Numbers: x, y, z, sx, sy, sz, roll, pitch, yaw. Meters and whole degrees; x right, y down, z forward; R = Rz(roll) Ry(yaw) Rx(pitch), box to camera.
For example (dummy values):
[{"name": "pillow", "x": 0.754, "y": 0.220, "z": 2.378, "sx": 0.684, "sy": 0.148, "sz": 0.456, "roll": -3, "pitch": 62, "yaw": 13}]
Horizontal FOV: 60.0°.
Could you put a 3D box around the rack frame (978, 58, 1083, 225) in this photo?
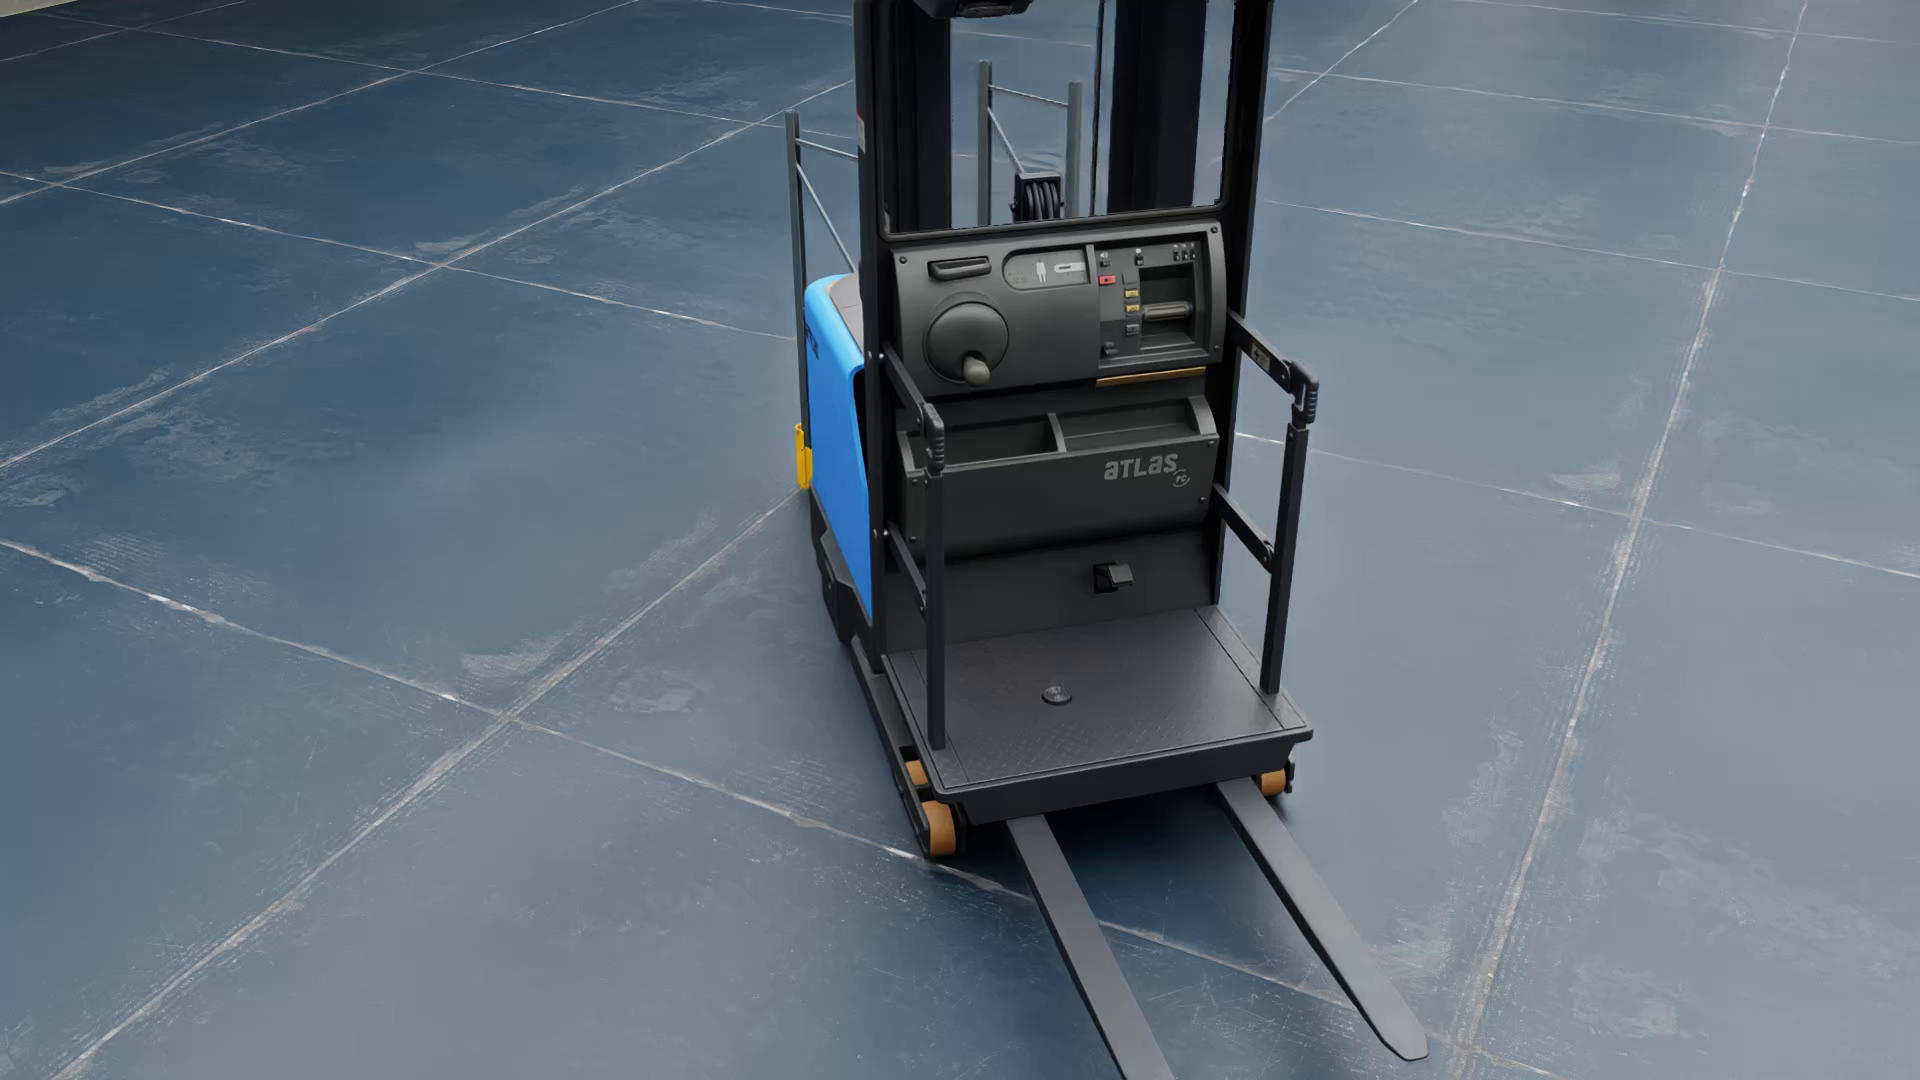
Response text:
[{"name": "rack frame", "x": 0.268, "y": -1.155, "z": 6.756, "sx": 0.500, "sy": 1.500, "sz": 0.032, "roll": 25, "pitch": 38, "yaw": 36}]

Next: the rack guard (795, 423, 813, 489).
[{"name": "rack guard", "x": -0.413, "y": -0.251, "z": 6.436, "sx": 0.587, "sy": 0.250, "sz": 0.087, "roll": 25, "pitch": 38, "yaw": 36}]

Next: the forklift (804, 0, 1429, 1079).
[{"name": "forklift", "x": 0.340, "y": -0.592, "z": 4.337, "sx": 1.130, "sy": 2.935, "sz": 3.031, "roll": -8, "pitch": 31, "yaw": -13}]

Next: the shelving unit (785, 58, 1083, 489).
[{"name": "shelving unit", "x": -0.073, "y": -0.974, "z": 6.440, "sx": 0.587, "sy": 1.500, "sz": 1.083, "roll": 25, "pitch": 38, "yaw": 36}]

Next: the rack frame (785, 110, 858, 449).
[{"name": "rack frame", "x": -0.426, "y": -0.786, "z": 6.112, "sx": 0.500, "sy": 1.500, "sz": 0.032, "roll": 25, "pitch": 38, "yaw": 36}]
